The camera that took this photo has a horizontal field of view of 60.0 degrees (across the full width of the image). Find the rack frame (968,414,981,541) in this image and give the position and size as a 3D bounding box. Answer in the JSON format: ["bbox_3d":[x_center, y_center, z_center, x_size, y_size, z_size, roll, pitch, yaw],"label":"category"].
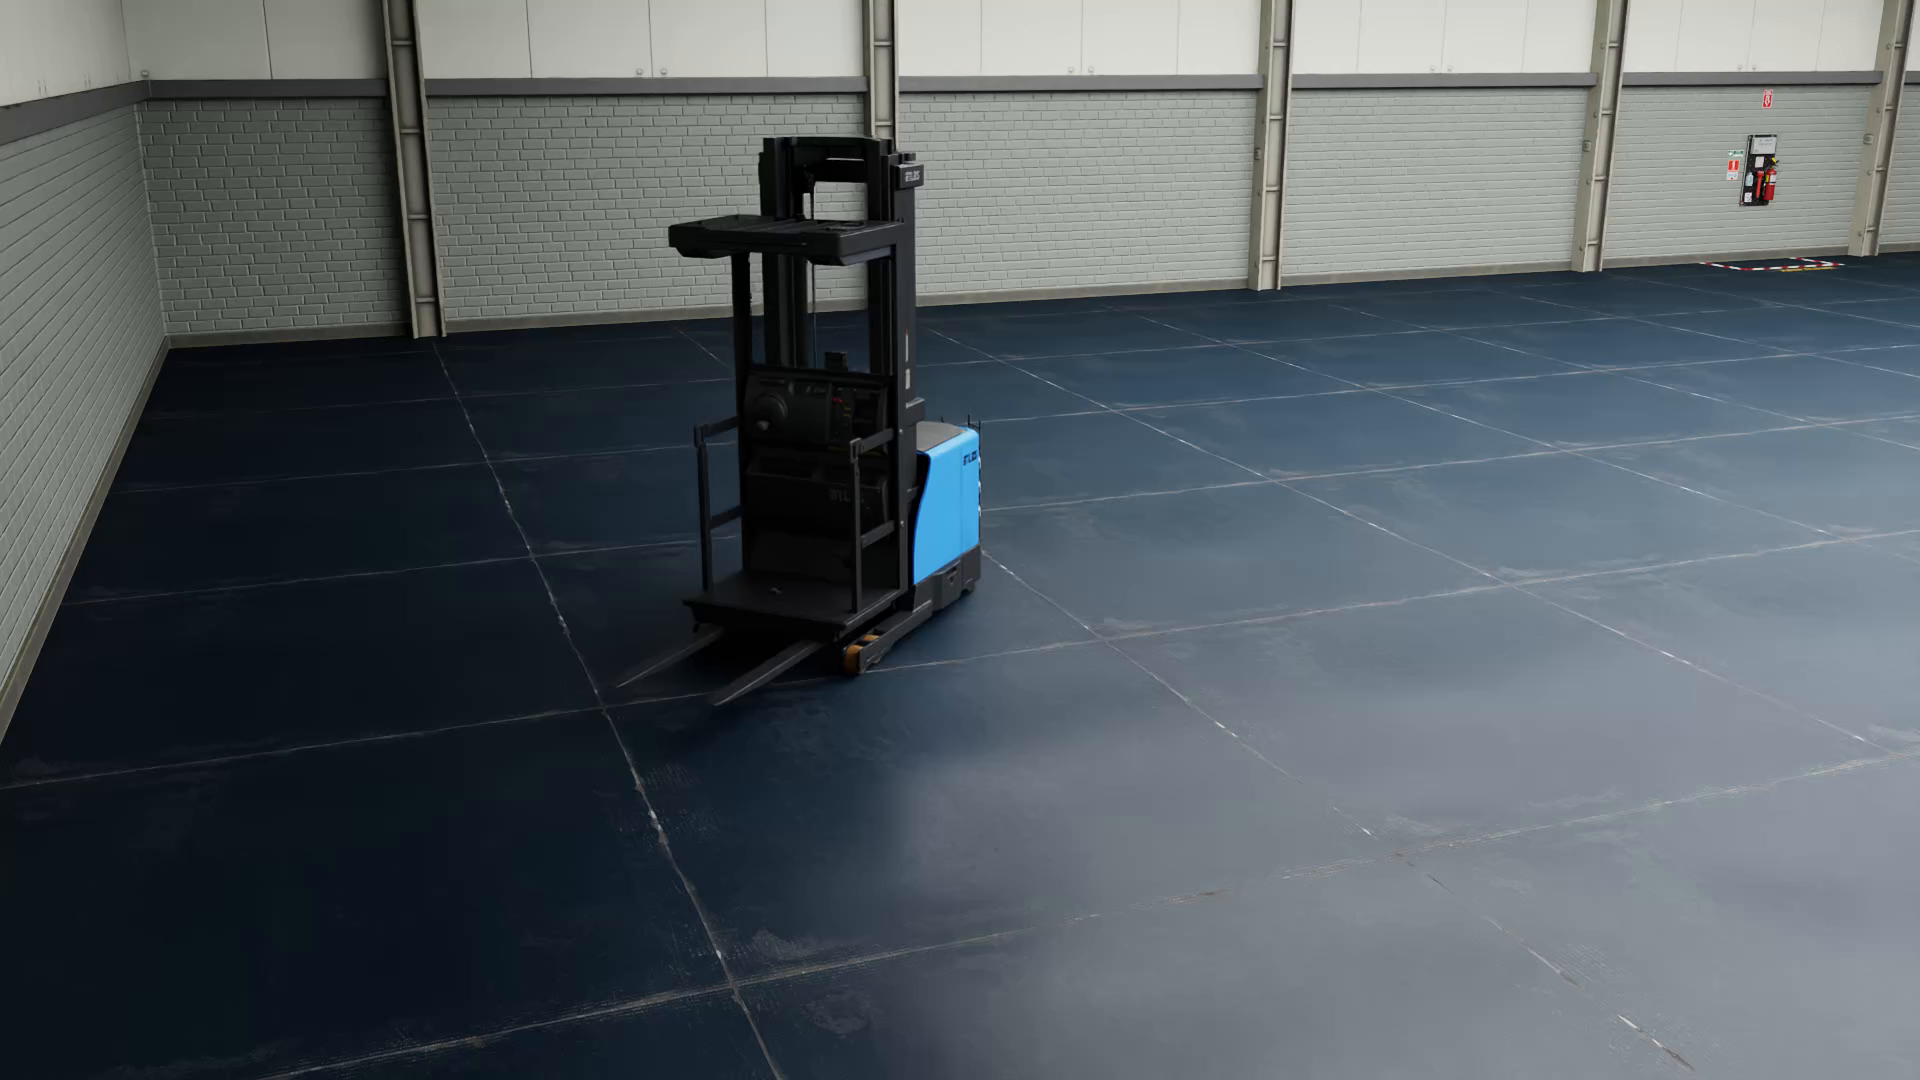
[{"bbox_3d":[0.103,-0.443,12.009,0.006,0.900,0.240,-6,17,-20],"label":"rack frame"}]

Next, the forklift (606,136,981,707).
[{"bbox_3d":[-0.929,-0.779,9.547,1.130,2.935,3.031,7,18,23],"label":"forklift"}]

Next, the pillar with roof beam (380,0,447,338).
[{"bbox_3d":[-5.108,-5.747,15.697,0.400,9.000,9.100,-6,17,-20],"label":"pillar with roof beam"}]

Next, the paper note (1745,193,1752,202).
[{"bbox_3d":[13.251,-5.759,27.950,0.142,0.148,0.016,-6,17,-20],"label":"paper note"}]

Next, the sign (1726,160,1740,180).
[{"bbox_3d":[12.888,-6.170,27.723,0.234,0.329,0.001,-6,17,-20],"label":"sign"}]

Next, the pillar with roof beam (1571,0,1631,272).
[{"bbox_3d":[11.700,-7.562,21.877,0.400,9.000,9.100,-6,17,-20],"label":"pillar with roof beam"}]

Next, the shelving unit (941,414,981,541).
[{"bbox_3d":[0.008,-0.433,11.974,0.210,0.900,0.258,-6,17,-20],"label":"shelving unit"}]

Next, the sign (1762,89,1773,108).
[{"bbox_3d":[13.398,-7.319,27.585,0.199,0.298,0.001,-6,17,-20],"label":"sign"}]

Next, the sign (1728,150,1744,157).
[{"bbox_3d":[12.895,-6.423,27.642,0.331,0.109,0.001,-6,17,-20],"label":"sign"}]

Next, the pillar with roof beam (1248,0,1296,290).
[{"bbox_3d":[6.097,-6.957,19.817,0.400,9.000,9.100,-6,17,-20],"label":"pillar with roof beam"}]

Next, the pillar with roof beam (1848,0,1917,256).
[{"bbox_3d":[17.303,-8.167,23.937,0.400,9.000,9.100,-6,17,-20],"label":"pillar with roof beam"}]

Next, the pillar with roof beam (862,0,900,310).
[{"bbox_3d":[0.494,-6.352,17.757,0.400,9.000,9.100,-6,17,-20],"label":"pillar with roof beam"}]

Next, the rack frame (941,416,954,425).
[{"bbox_3d":[-0.087,-0.422,11.939,0.006,0.900,0.240,-6,17,-20],"label":"rack frame"}]

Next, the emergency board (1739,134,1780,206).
[{"bbox_3d":[13.441,-6.182,27.825,0.643,1.169,0.194,-6,17,-20],"label":"emergency board"}]

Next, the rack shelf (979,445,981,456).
[{"bbox_3d":[0.008,-0.660,11.908,0.200,0.077,0.258,-6,17,-20],"label":"rack shelf"}]
